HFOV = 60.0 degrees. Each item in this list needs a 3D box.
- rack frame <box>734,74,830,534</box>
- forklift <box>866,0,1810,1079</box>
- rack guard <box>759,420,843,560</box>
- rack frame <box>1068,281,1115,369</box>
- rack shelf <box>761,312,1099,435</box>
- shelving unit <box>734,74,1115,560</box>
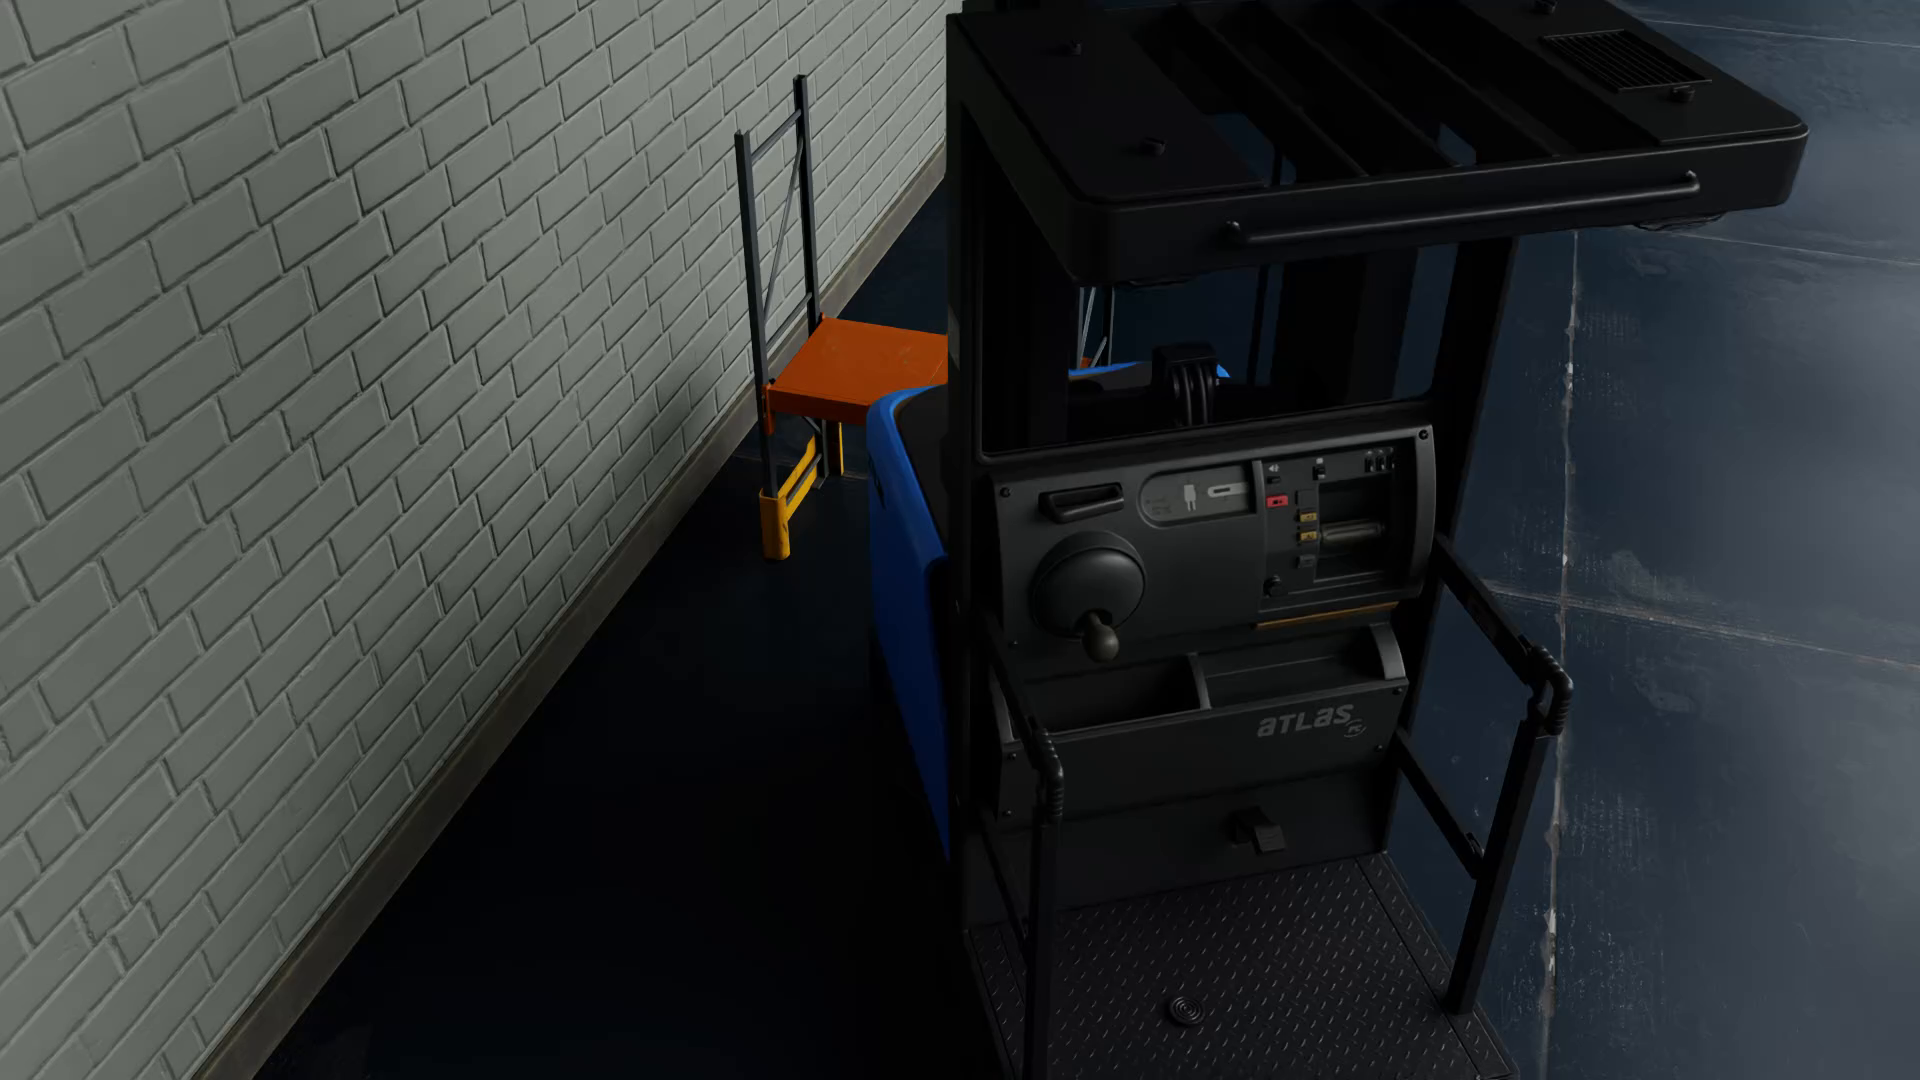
[{"bbox_3d":[-0.567,-0.709,5.448,0.032,1.500,0.500,10,38,14],"label":"rack frame"},{"bbox_3d":[0.574,0.067,3.186,1.130,2.935,3.031,-8,37,-11],"label":"forklift"},{"bbox_3d":[-0.548,-0.202,5.814,0.087,0.250,0.587,10,38,14],"label":"rack guard"},{"bbox_3d":[0.404,-0.529,5.204,0.032,1.500,0.500,10,38,14],"label":"rack frame"},{"bbox_3d":[-0.081,-0.474,5.433,1.000,0.185,0.538,10,38,14],"label":"rack shelf"},{"bbox_3d":[-0.073,-0.618,5.324,1.083,1.500,0.587,10,38,14],"label":"shelving unit"}]
